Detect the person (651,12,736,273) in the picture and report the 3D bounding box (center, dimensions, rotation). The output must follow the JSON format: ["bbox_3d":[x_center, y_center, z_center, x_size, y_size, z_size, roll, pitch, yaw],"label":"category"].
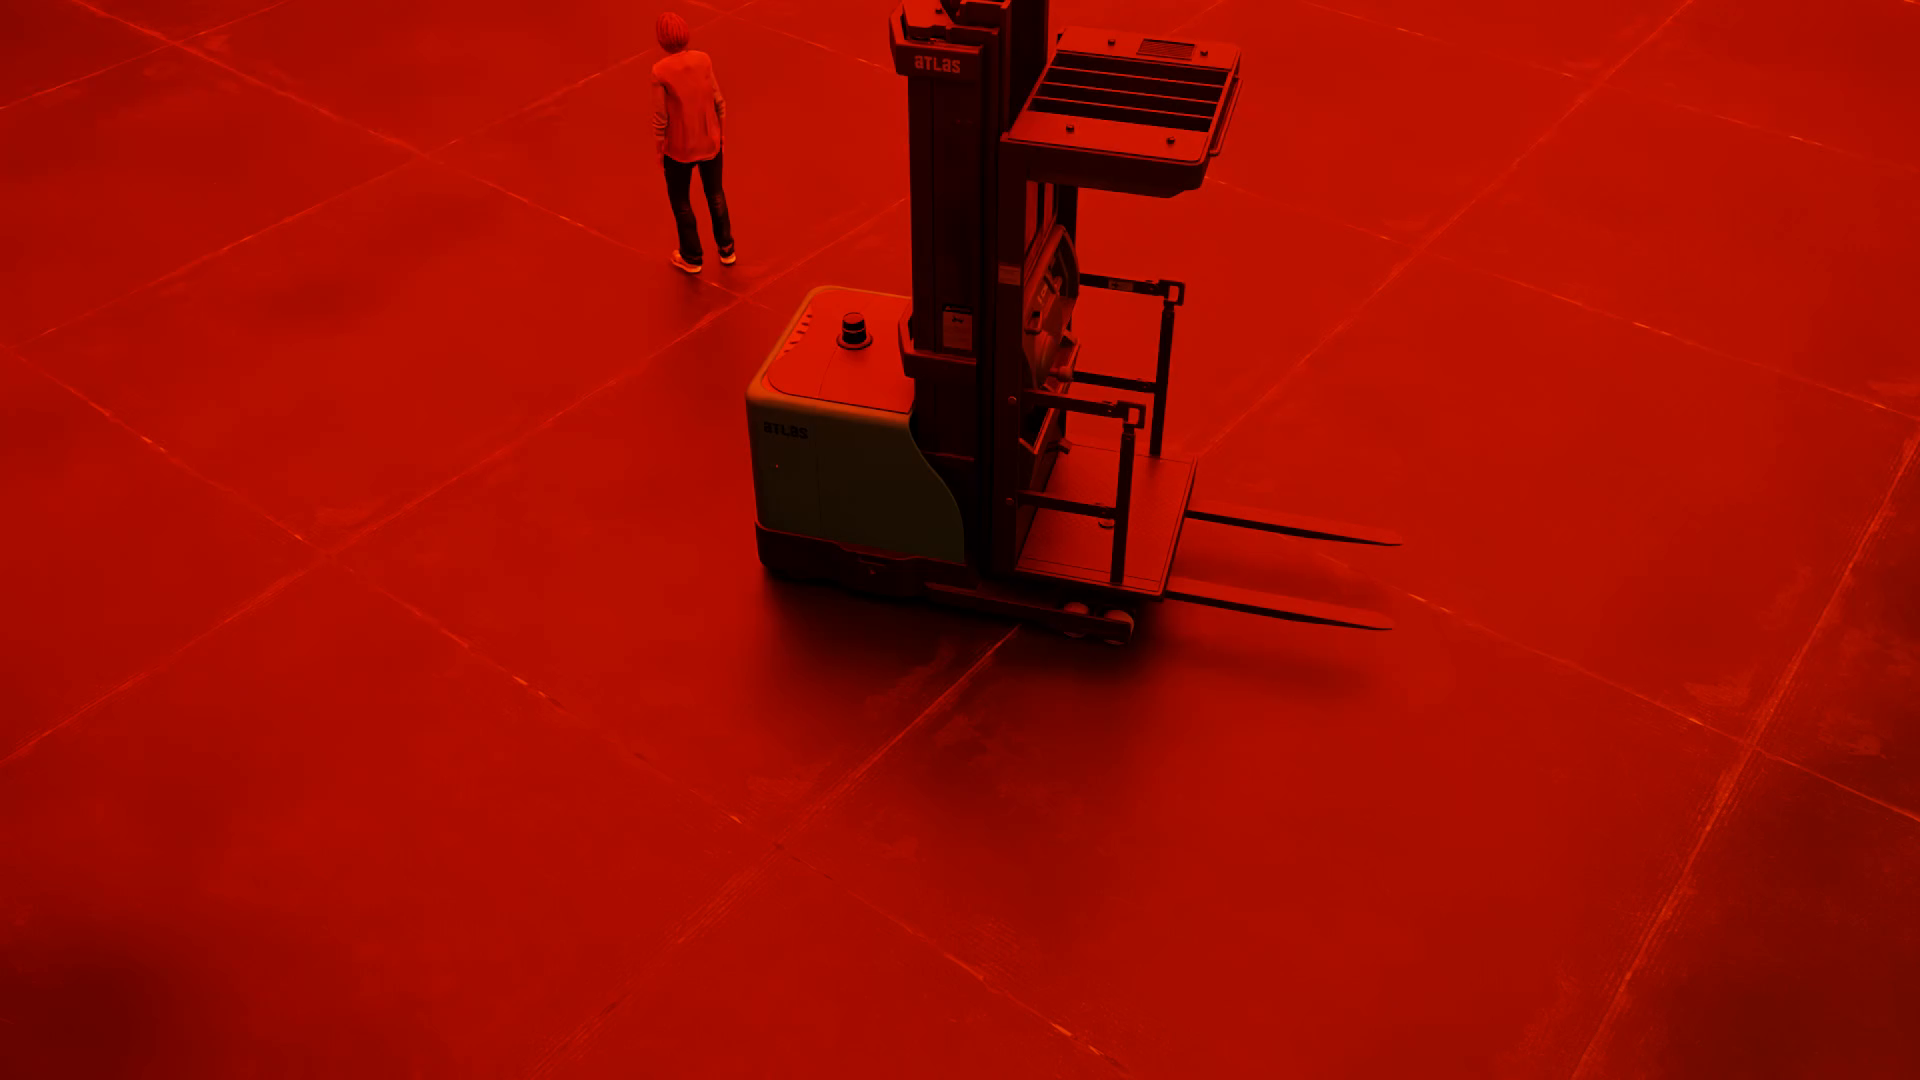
[{"bbox_3d":[-1.592,-2.322,9.832,0.459,1.593,0.345,-21,45,-23],"label":"person"}]

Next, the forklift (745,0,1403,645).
[{"bbox_3d":[0.587,-1.011,7.260,3.031,2.935,1.130,10,41,12],"label":"forklift"}]
